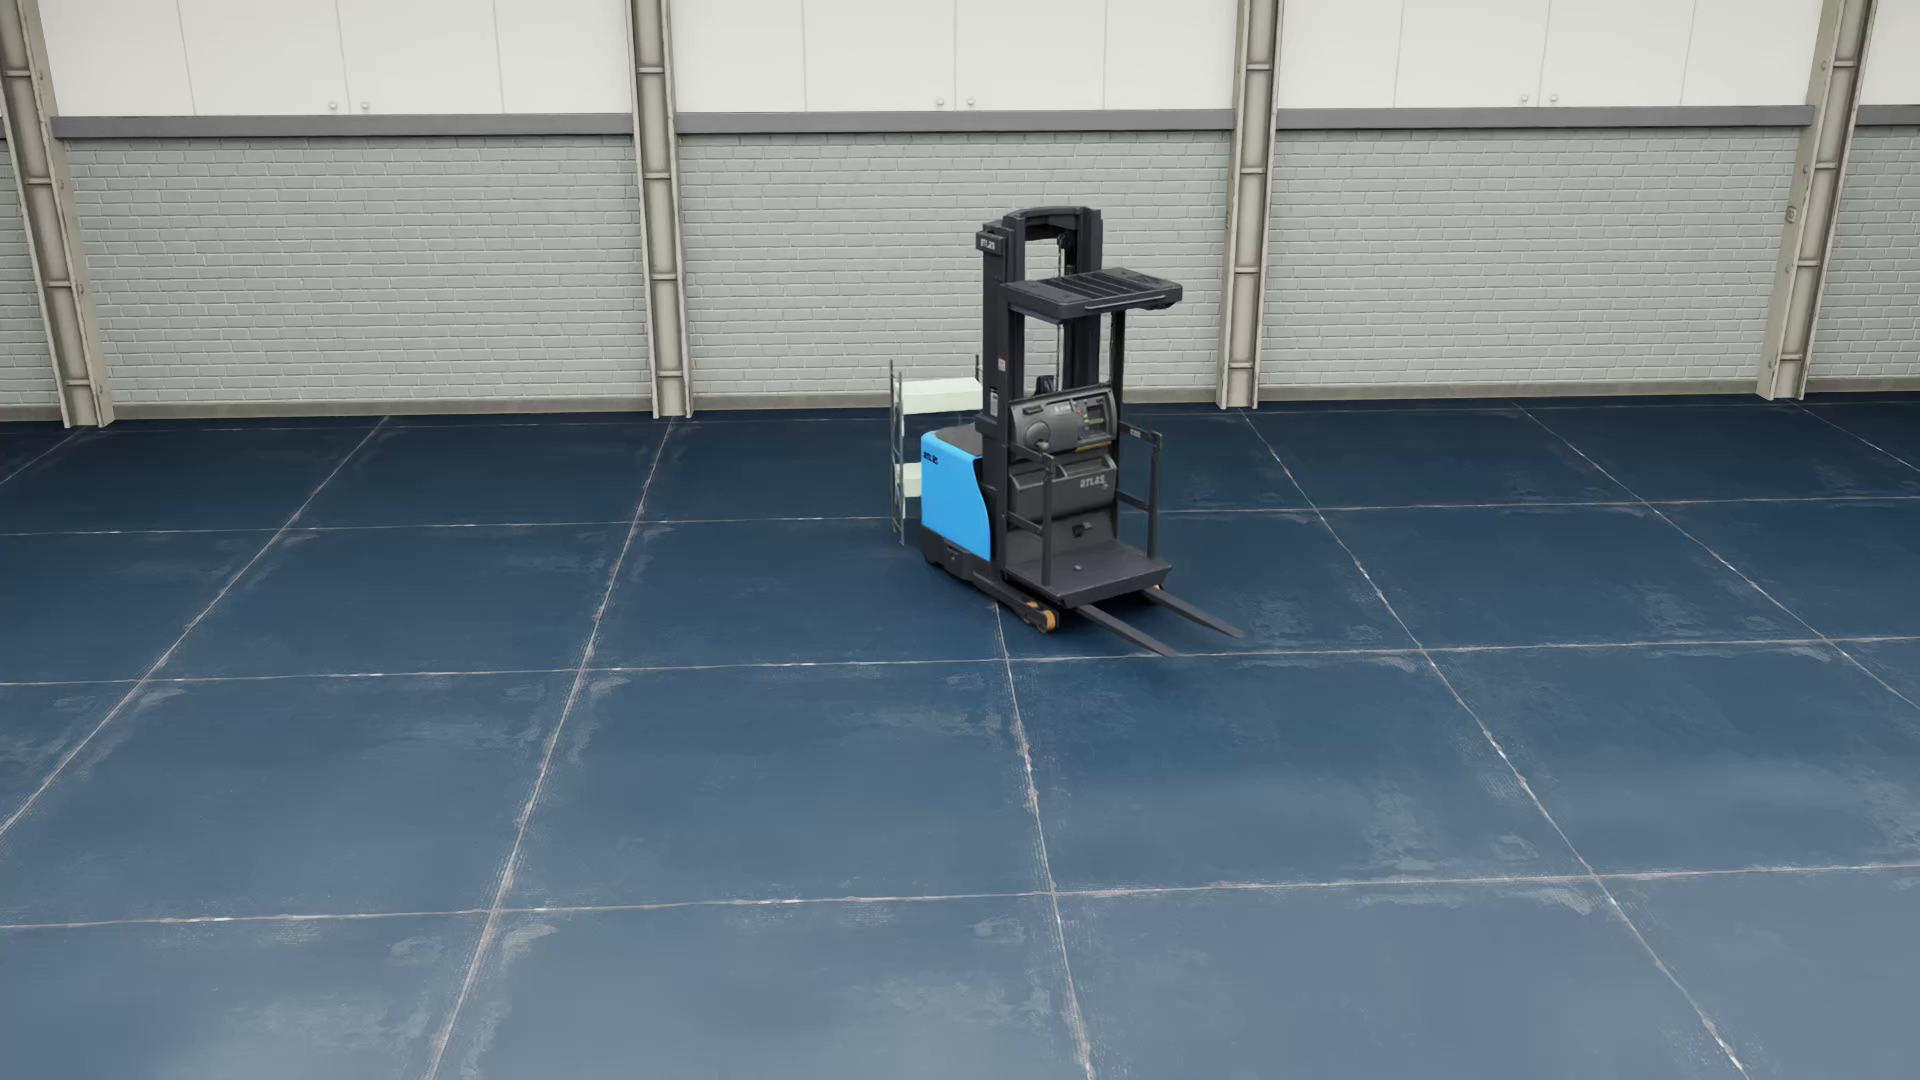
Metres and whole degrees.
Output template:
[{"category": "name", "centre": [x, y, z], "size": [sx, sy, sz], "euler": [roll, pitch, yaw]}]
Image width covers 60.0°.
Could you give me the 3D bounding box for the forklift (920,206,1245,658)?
[{"category": "forklift", "centre": [0.897, -0.878, 12.240], "size": [1.130, 2.935, 3.031], "euler": [-13, 24, -31]}]

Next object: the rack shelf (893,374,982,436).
[{"category": "rack shelf", "centre": [-0.170, -1.121, 13.791], "size": [0.720, 0.370, 0.431], "euler": [-5, 21, -13]}]

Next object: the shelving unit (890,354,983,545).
[{"category": "shelving unit", "centre": [-0.170, -0.756, 13.930], "size": [0.755, 1.500, 0.431], "euler": [-5, 21, -13]}]

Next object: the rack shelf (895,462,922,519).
[{"category": "rack shelf", "centre": [-0.170, -0.451, 14.046], "size": [0.720, 0.370, 0.431], "euler": [-5, 21, -13]}]

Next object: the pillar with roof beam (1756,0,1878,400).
[{"category": "pillar with roof beam", "centre": [9.204, -4.252, 12.574], "size": [0.400, 9.000, 9.100], "euler": [-1, 21, -3]}]

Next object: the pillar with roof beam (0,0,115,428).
[{"category": "pillar with roof beam", "centre": [-8.766, -3.887, 11.614], "size": [0.400, 9.000, 9.100], "euler": [-1, 21, -3]}]

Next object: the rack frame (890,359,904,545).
[{"category": "rack frame", "centre": [-0.526, -0.726, 13.850], "size": [0.023, 1.500, 0.400], "euler": [-5, 21, -13]}]

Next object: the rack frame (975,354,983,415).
[{"category": "rack frame", "centre": [0.186, -0.786, 14.010], "size": [0.023, 1.500, 0.400], "euler": [-5, 21, -13]}]

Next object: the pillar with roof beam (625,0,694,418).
[{"category": "pillar with roof beam", "centre": [-2.776, -4.009, 11.934], "size": [0.400, 9.000, 9.100], "euler": [-1, 21, -3]}]

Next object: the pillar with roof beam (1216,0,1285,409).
[{"category": "pillar with roof beam", "centre": [3.214, -4.130, 12.254], "size": [0.400, 9.000, 9.100], "euler": [-1, 21, -3]}]
